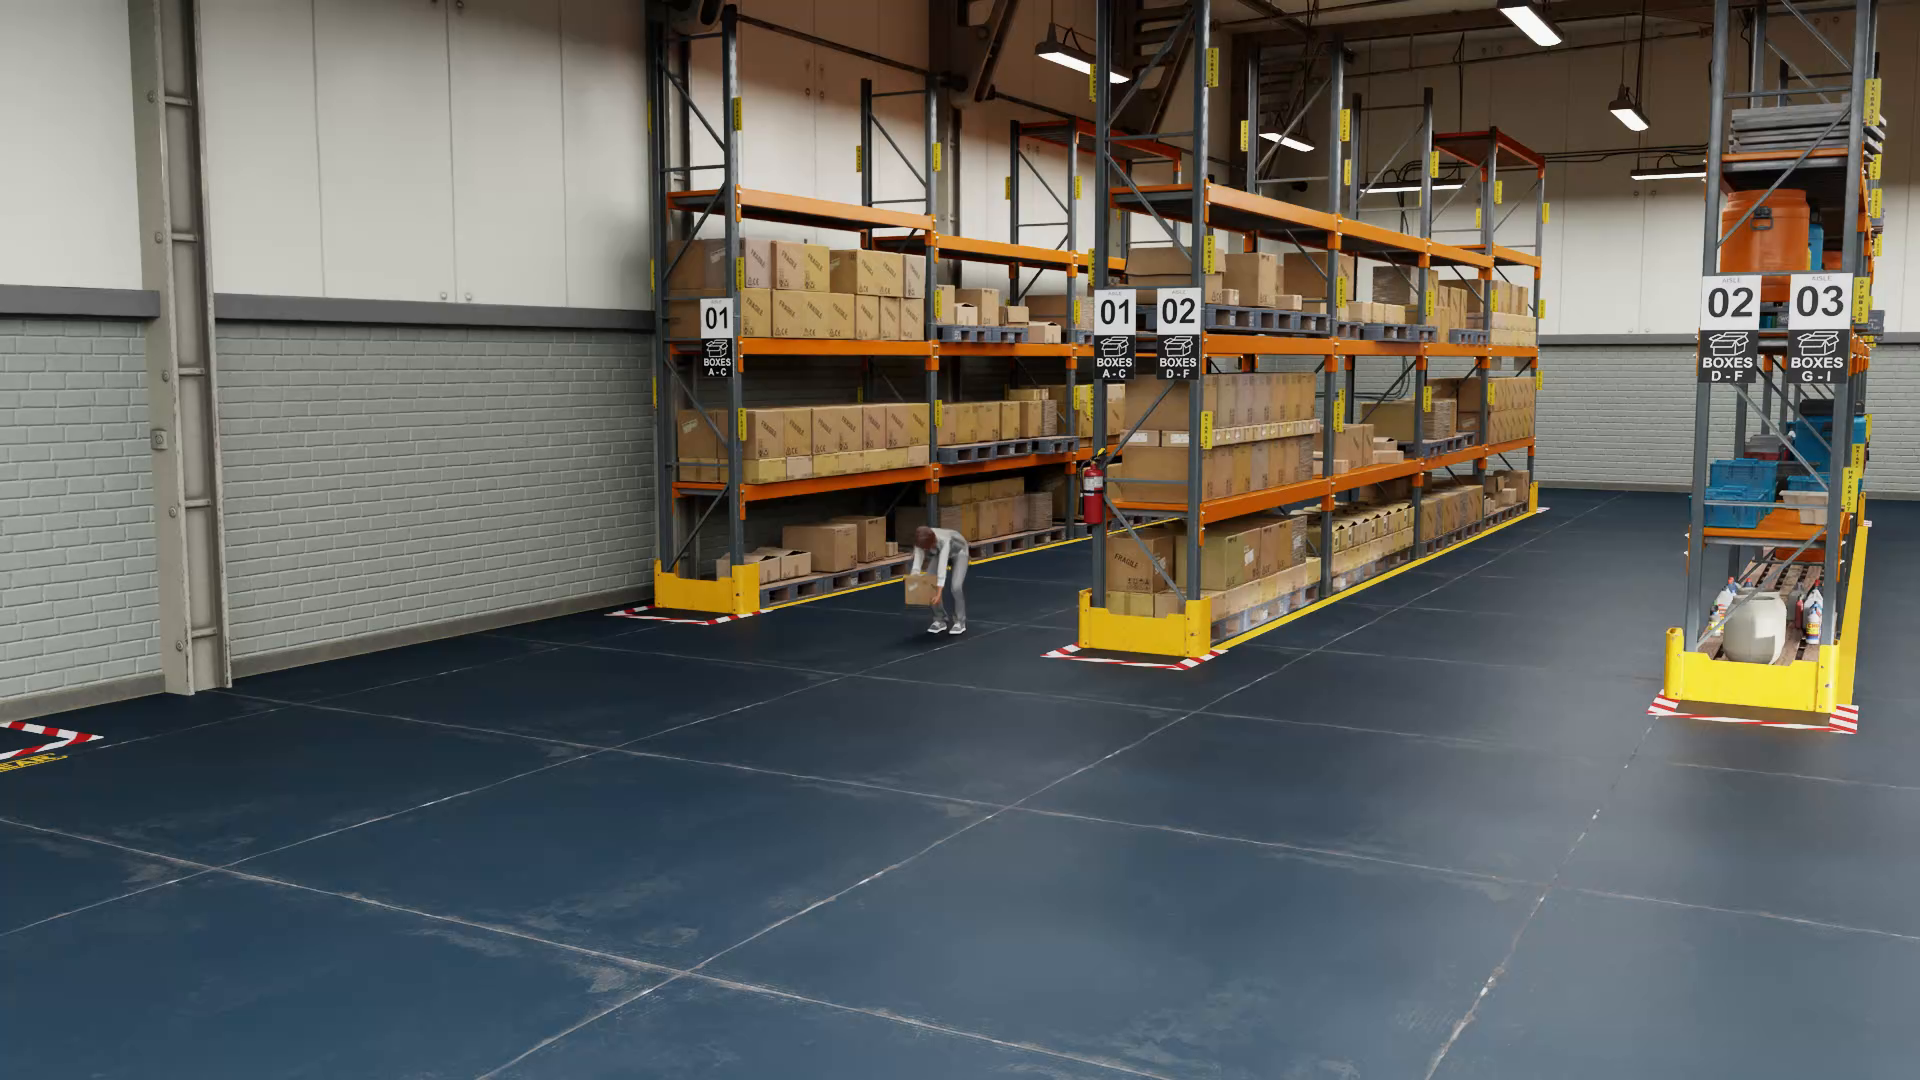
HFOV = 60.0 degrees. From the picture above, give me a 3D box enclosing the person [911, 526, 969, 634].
[{"bbox_3d":[-0.196,0.373,15.643,0.412,1.054,0.853,3,7,26],"label":"person"}]
